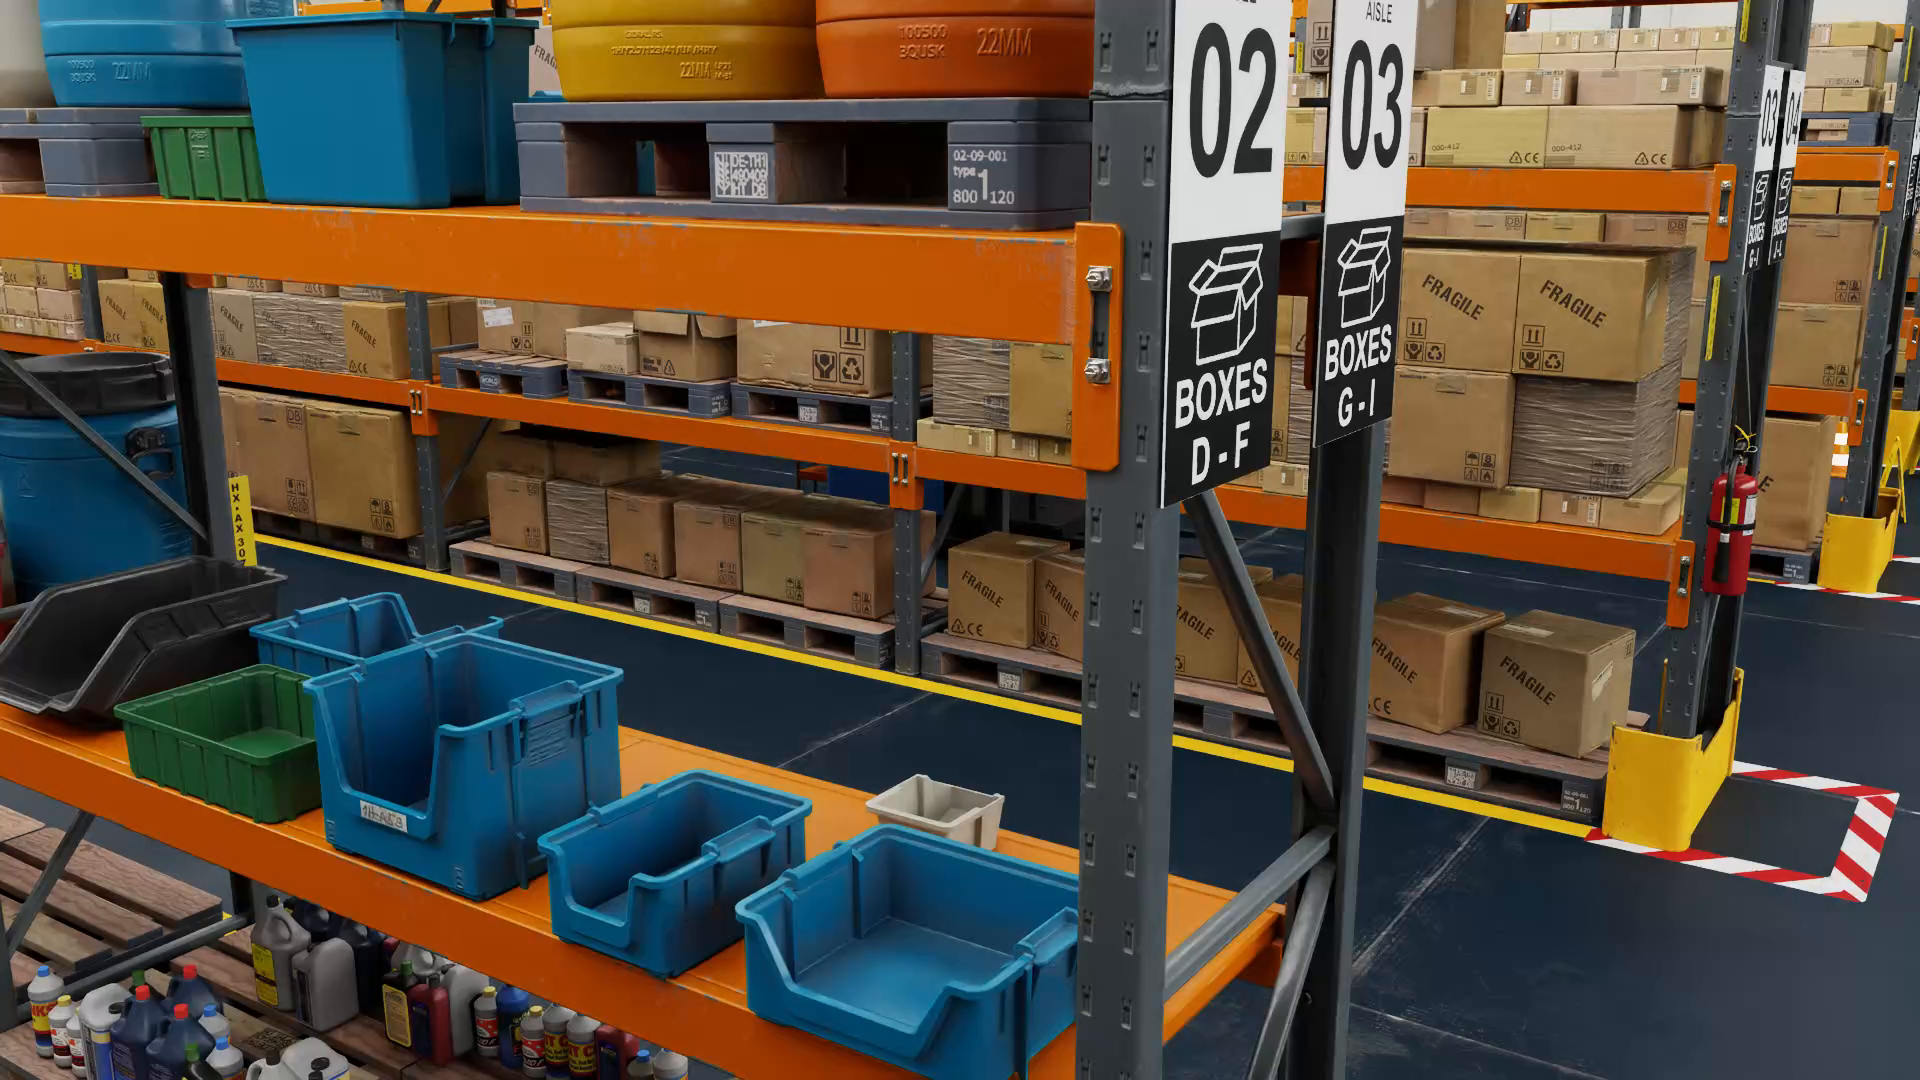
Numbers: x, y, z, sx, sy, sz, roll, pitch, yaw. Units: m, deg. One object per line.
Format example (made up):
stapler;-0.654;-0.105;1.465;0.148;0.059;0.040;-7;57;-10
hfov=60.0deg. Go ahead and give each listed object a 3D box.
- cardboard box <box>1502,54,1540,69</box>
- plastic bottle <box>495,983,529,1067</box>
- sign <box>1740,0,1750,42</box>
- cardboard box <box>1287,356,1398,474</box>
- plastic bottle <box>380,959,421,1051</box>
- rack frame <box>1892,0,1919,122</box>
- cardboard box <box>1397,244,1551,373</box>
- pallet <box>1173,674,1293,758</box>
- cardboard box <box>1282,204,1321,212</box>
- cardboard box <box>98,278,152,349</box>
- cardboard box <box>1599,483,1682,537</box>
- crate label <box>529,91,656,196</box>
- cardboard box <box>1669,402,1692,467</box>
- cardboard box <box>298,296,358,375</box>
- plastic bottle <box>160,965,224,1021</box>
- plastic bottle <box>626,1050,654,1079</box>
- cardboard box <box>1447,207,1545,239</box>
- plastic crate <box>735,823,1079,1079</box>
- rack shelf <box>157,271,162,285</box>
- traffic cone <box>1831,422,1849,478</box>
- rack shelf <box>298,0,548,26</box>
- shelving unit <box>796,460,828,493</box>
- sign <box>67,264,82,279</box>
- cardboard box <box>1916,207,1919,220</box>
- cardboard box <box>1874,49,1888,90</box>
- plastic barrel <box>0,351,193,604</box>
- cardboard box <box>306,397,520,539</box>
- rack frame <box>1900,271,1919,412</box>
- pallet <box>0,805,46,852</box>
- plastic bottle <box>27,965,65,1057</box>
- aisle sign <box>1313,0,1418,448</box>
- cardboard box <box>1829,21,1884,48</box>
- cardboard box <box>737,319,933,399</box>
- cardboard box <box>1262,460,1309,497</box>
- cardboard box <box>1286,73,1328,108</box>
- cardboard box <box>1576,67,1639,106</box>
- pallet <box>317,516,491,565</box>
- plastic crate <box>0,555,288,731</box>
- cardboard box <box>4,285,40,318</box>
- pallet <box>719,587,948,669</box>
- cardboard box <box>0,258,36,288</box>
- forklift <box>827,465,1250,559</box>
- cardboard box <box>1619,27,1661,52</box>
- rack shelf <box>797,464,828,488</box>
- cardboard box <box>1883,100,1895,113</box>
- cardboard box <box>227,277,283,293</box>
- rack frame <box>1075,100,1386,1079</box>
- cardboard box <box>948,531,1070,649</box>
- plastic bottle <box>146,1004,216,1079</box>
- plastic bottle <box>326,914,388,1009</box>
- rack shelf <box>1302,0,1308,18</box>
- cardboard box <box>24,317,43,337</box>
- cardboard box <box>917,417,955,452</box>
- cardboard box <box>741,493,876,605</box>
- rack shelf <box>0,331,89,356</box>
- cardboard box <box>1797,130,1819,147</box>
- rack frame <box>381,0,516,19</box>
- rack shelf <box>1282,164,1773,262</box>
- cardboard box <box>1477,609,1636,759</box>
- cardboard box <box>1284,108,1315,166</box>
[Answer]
cardboard box;3.905;-3.299;11.777;0.500;0.250;0.500;9;16;32
plastic bottle;-1.346;1.443;5.014;0.097;0.271;0.097;0;14;0
sign;2.958;-2.042;6.243;0.005;0.325;0.100;9;17;33
cardboard box;1.971;-0.655;7.898;0.500;0.500;0.875;9;17;33
plastic bottle;-1.712;1.414;5.105;0.133;0.283;0.061;9;17;33
rack frame;6.136;-4.151;10.365;0.127;3.000;1.000;9;17;33
cardboard box;2.272;-1.032;7.343;0.500;0.500;0.500;9;17;33
pallet;1.559;0.800;8.652;1.213;0.211;1.003;9;17;33
cardboard box;3.713;-3.396;18.097;0.500;0.500;0.500;8;16;31
cardboard box;-6.431;-1.810;13.184;0.500;0.500;0.500;9;17;33
cardboard box;2.933;-0.139;7.164;0.250;0.149;0.380;9;17;33
crate label;-0.849;-0.977;4.094;0.408;0.251;0.502;9;17;33
cardboard box;4.805;-0.607;12.080;0.875;0.875;0.875;9;16;32
cardboard box;-4.312;-1.470;11.810;0.500;0.500;0.500;9;17;32
plastic bottle;-2.280;1.422;4.933;0.185;0.351;0.144;9;17;33
plastic bottle;-0.896;1.550;4.729;0.097;0.201;0.097;0;14;0
cardboard box;3.997;-2.166;12.270;0.550;0.550;0.875;9;17;33
plastic crate;-0.062;0.789;3.204;0.616;0.251;0.499;9;17;33
rack shelf;-4.459;-1.188;6.133;4.000;0.370;1.077;9;17;33
traffic cone;7.738;-0.809;14.627;0.334;0.463;0.336;9;17;33
rack shelf;-5.480;-5.678;18.037;4.000;0.370;1.077;9;17;33
shelving unit;-0.985;-0.728;12.765;0.503;1.200;0.258;8;16;30
sign;-6.981;-2.221;13.085;0.005;0.325;0.100;9;17;33
cardboard box;10.945;-3.770;19.135;0.250;0.149;0.380;9;17;33
cardboard box;5.879;-3.135;11.114;0.500;0.250;0.500;9;17;33
plastic barrel;-2.951;-0.168;5.717;0.708;0.901;0.600;9;17;33
cardboard box;-3.915;-0.606;12.075;0.875;0.875;1.225;8;16;30
rack frame;8.815;-2.240;15.128;0.127;3.000;1.000;9;17;33
pallet;-4.489;1.280;6.713;1.213;0.211;1.003;9;17;33
plastic bottle;-2.779;1.428;5.073;0.097;0.271;0.097;0;14;0
aisle sign;0.743;-0.587;3.041;0.004;0.787;0.394;9;17;33
cardboard box;5.667;-3.190;10.507;0.250;0.149;0.380;9;17;33
cardboard box;-0.616;-1.430;9.734;1.000;1.000;1.000;9;17;33
cardboard box;1.629;-0.319;7.892;0.250;0.149;0.380;9;17;33
cardboard box;1.603;-2.037;7.551;0.250;0.149;0.380;8;16;30
cardboard box;2.729;-1.874;6.890;0.250;0.149;0.380;9;16;31
pallet;-3.966;-0.104;12.303;1.213;0.211;1.003;9;17;33
plastic crate;-2.436;0.313;4.945;0.504;0.338;0.767;9;17;33
cardboard box;-7.617;-2.020;13.935;0.500;0.250;0.500;10;17;34
pallet;-0.682;0.449;10.069;1.213;0.211;1.003;9;17;33
cardboard box;-7.617;-2.385;13.847;0.500;0.500;0.500;9;17;33
forklift;0.533;-1.344;11.655;3.031;2.935;1.130;8;16;30
cardboard box;4.613;-3.361;11.196;0.250;0.149;0.380;9;16;32
rack shelf;-0.985;-0.470;12.829;0.480;0.148;0.258;8;16;30
cardboard box;8.240;-3.782;14.810;0.500;0.250;0.500;9;16;32
cardboard box;-5.051;-2.150;12.470;0.637;0.503;0.797;10;17;35
rack frame;0.520;0.724;3.156;0.127;3.000;1.000;9;17;33
cardboard box;0.275;0.271;9.314;0.500;0.500;0.500;9;16;31
plastic bottle;-2.204;1.476;4.715;0.185;0.351;0.144;8;16;30
plastic bottle;-1.945;1.314;5.368;0.185;0.351;0.144;8;16;30
rack shelf;4.477;-3.876;11.583;4.000;0.370;1.077;9;17;33
cardboard box;-7.535;-1.796;13.857;0.250;0.149;0.380;9;16;32
cardboard box;-0.024;-0.589;8.984;0.250;0.149;0.380;9;17;33
cardboard box;-0.918;0.045;10.184;0.500;0.500;0.700;9;17;32
rack shelf;-8.332;-1.792;14.817;4.000;0.370;1.077;9;17;33
cardboard box;7.764;-3.682;15.236;0.250;0.149;0.380;9;17;33
rack frame;-3.354;-4.249;10.759;0.127;3.000;1.000;9;17;33
rack shelf;1.625;-1.639;7.955;4.000;0.370;1.077;9;17;33
cardboard box;2.776;0.659;7.748;0.500;0.500;0.500;13;19;43
cardboard box;1.486;-1.864;7.681;0.500;0.250;0.500;9;16;32
